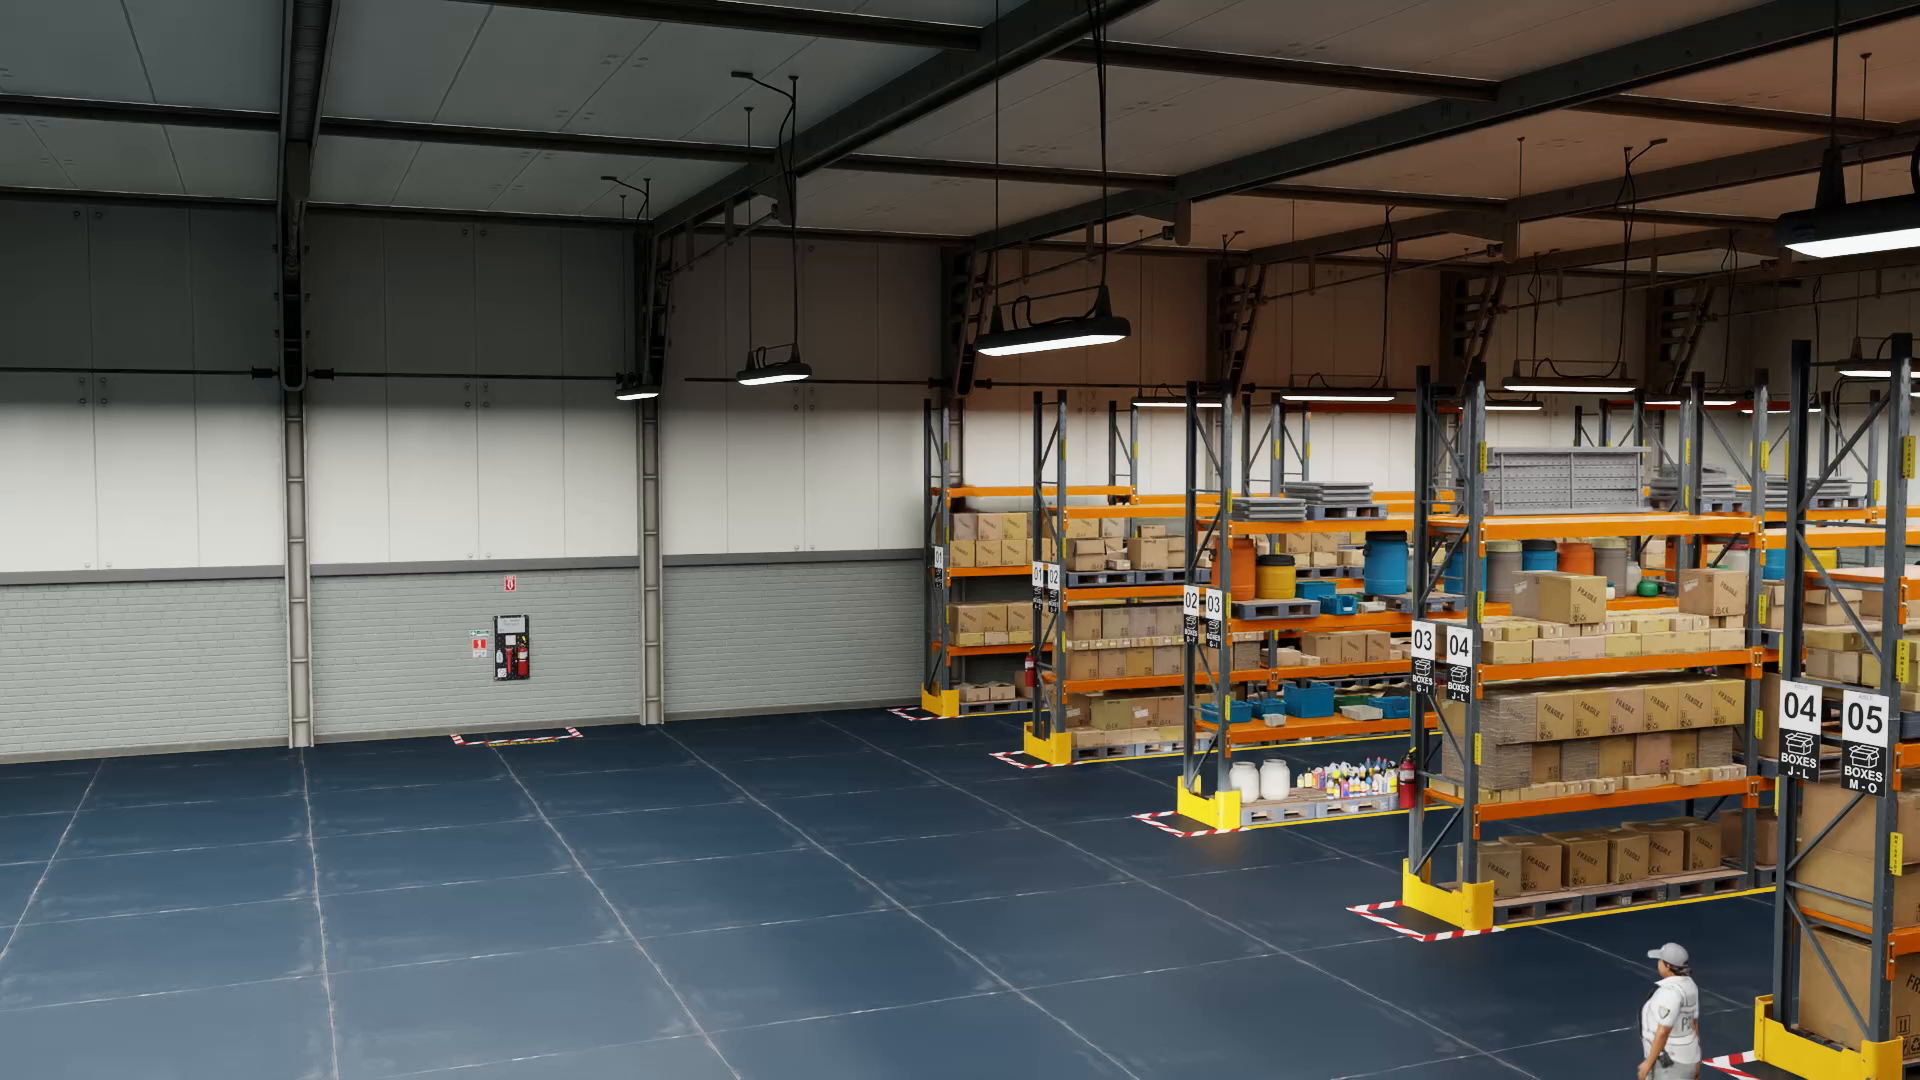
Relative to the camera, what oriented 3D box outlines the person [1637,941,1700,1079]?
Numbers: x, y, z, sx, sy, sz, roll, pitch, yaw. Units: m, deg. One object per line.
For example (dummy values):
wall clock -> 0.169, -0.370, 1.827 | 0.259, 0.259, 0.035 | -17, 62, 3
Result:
person -> 5.000, 3.647, 11.721 | 0.548, 1.669, 0.541 | 0, 3, -1
